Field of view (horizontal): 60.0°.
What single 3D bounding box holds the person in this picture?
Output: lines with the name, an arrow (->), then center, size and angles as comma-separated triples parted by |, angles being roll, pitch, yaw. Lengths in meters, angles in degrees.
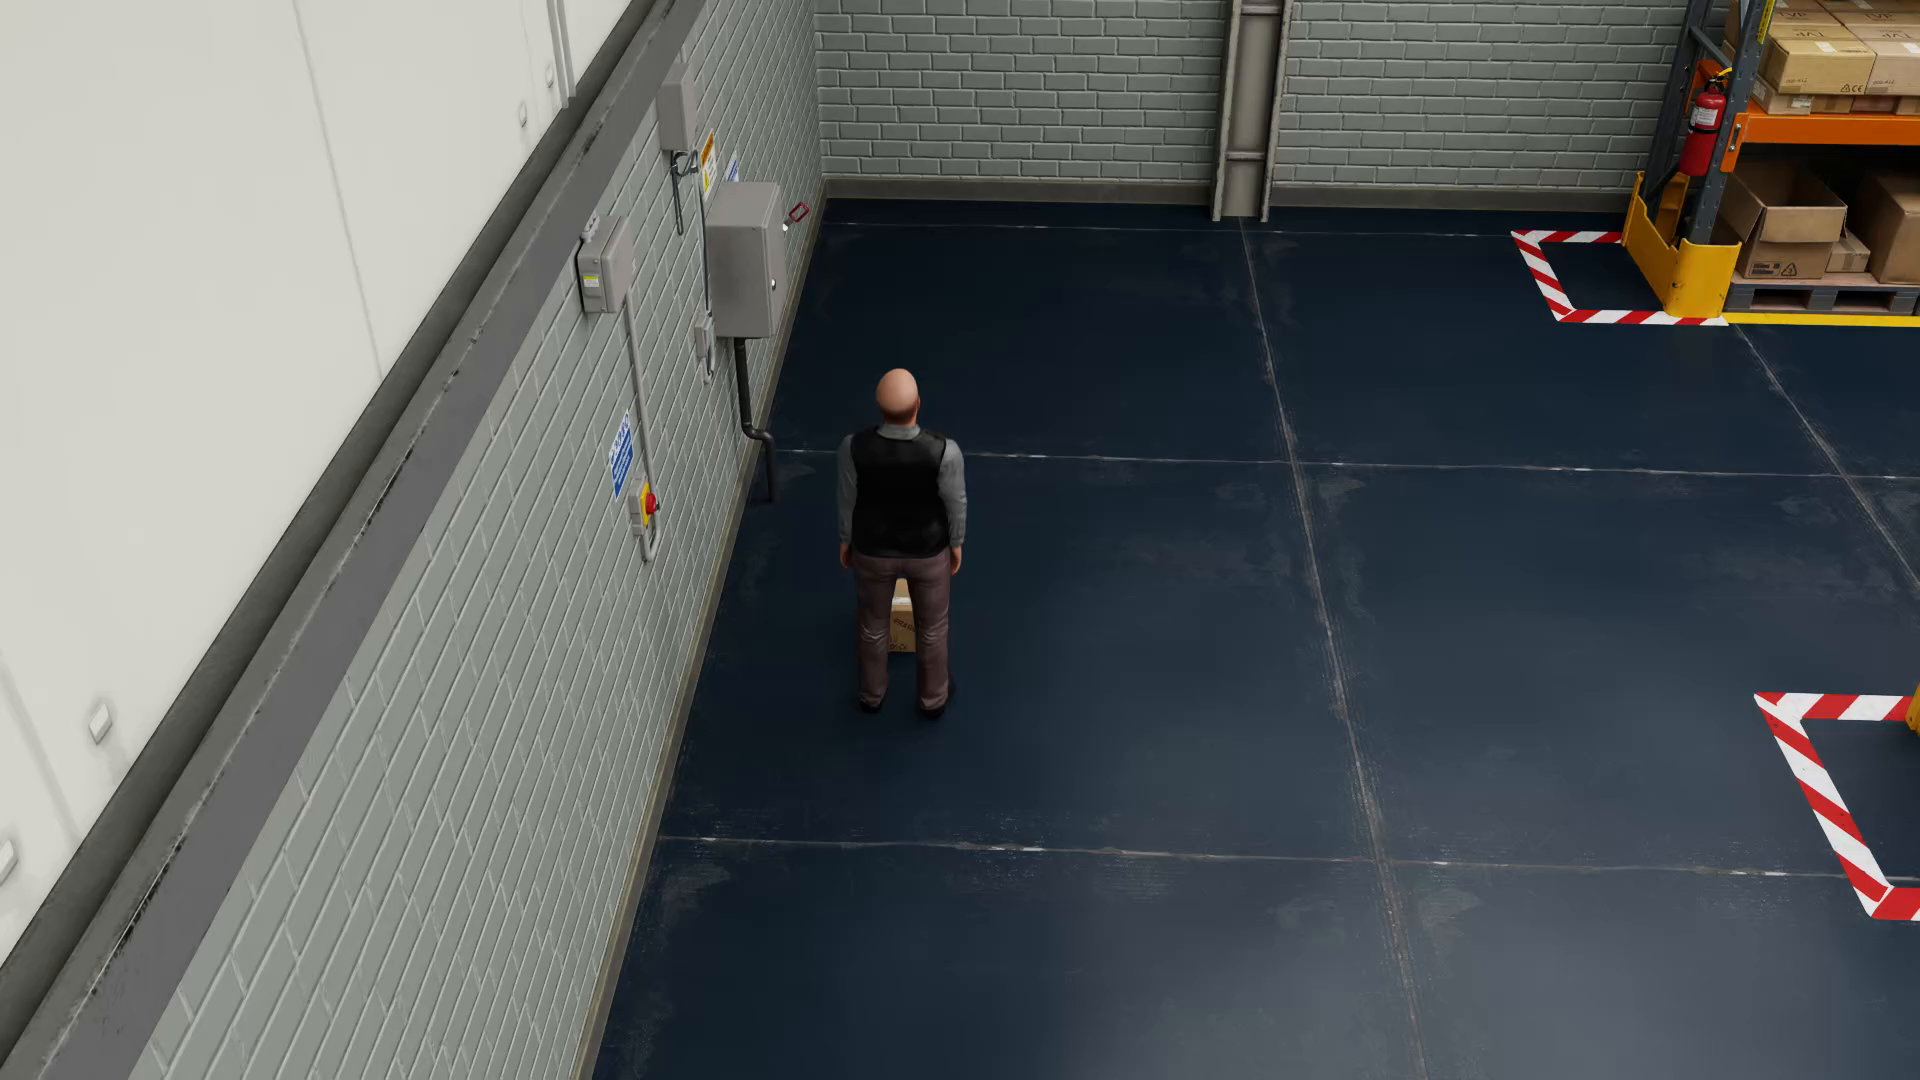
person -> -0.242, 0.018, 7.075 | 0.548, 1.722, 0.374 | 1, 35, 2
